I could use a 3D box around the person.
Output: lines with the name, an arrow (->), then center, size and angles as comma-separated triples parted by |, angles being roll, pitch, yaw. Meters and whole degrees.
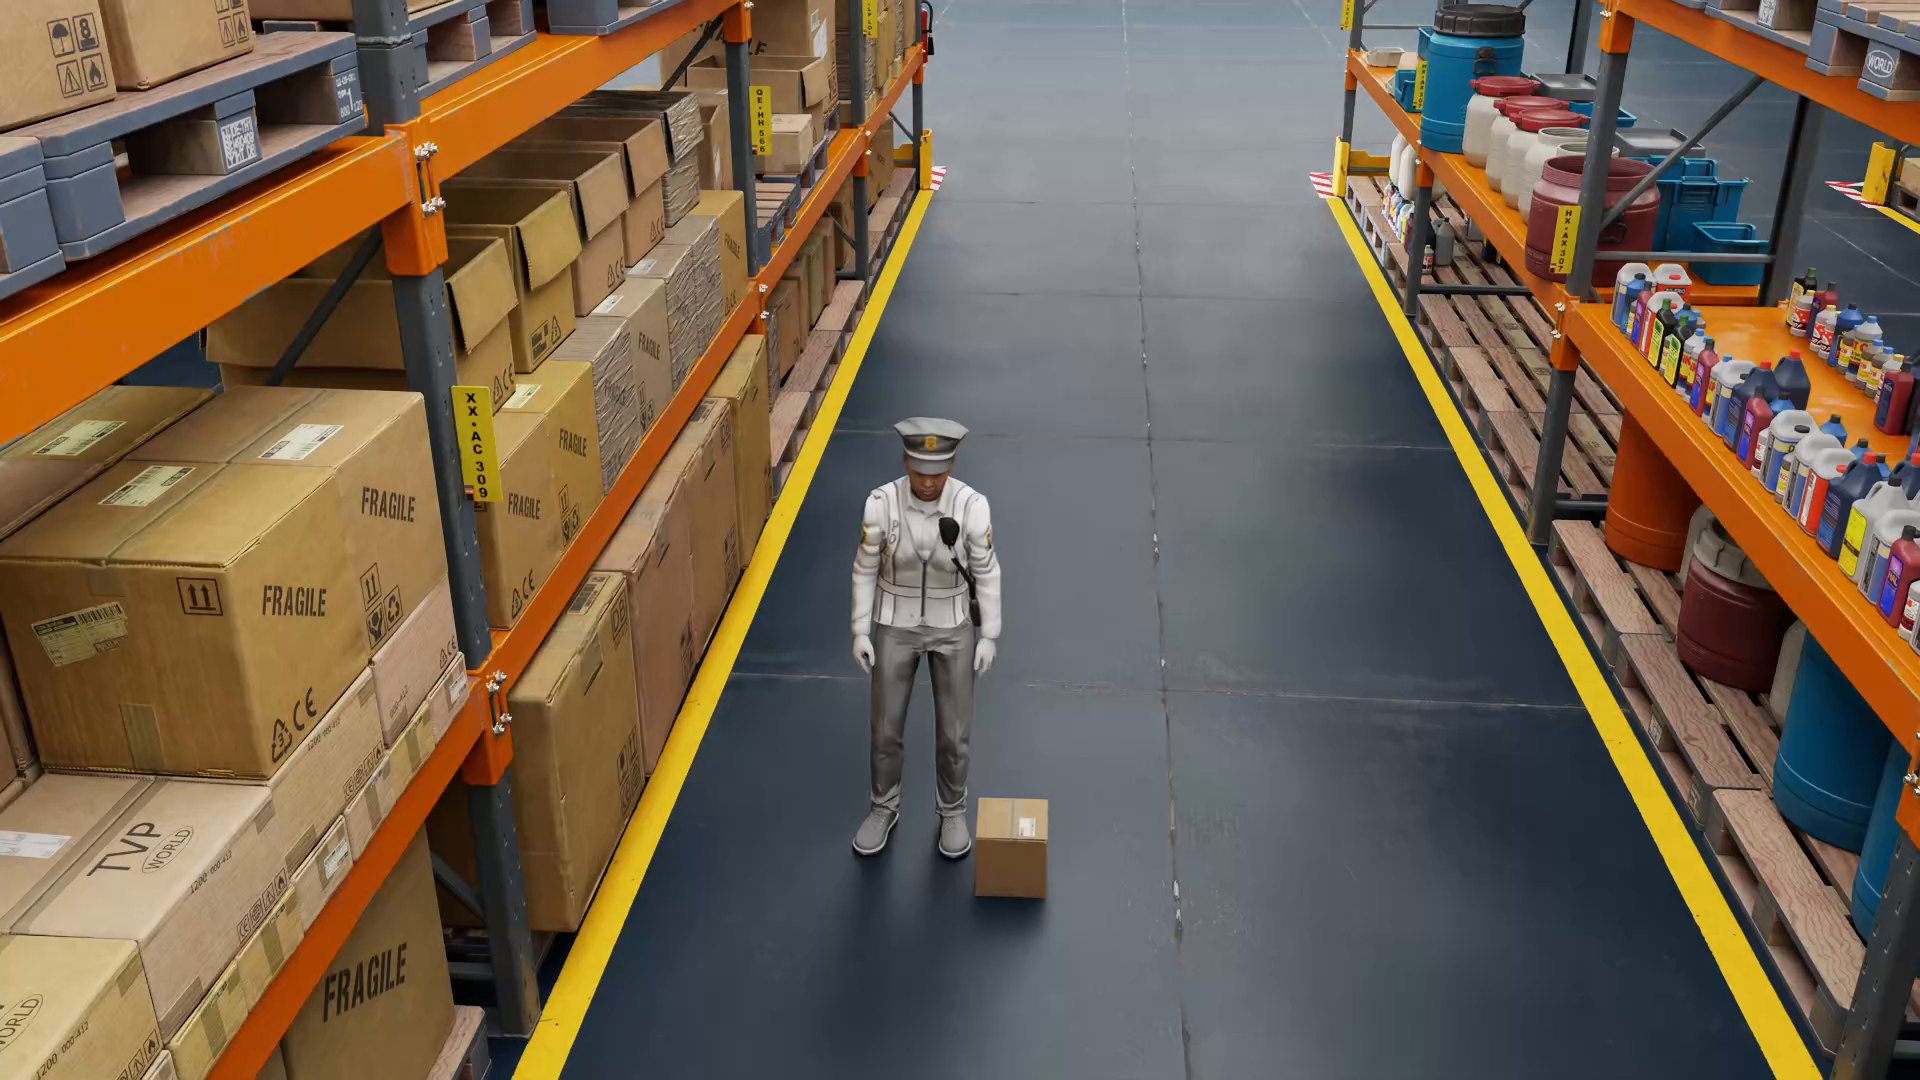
person -> -0.123, 0.340, 5.862 | 0.536, 1.662, 0.373 | 1, 25, 2
